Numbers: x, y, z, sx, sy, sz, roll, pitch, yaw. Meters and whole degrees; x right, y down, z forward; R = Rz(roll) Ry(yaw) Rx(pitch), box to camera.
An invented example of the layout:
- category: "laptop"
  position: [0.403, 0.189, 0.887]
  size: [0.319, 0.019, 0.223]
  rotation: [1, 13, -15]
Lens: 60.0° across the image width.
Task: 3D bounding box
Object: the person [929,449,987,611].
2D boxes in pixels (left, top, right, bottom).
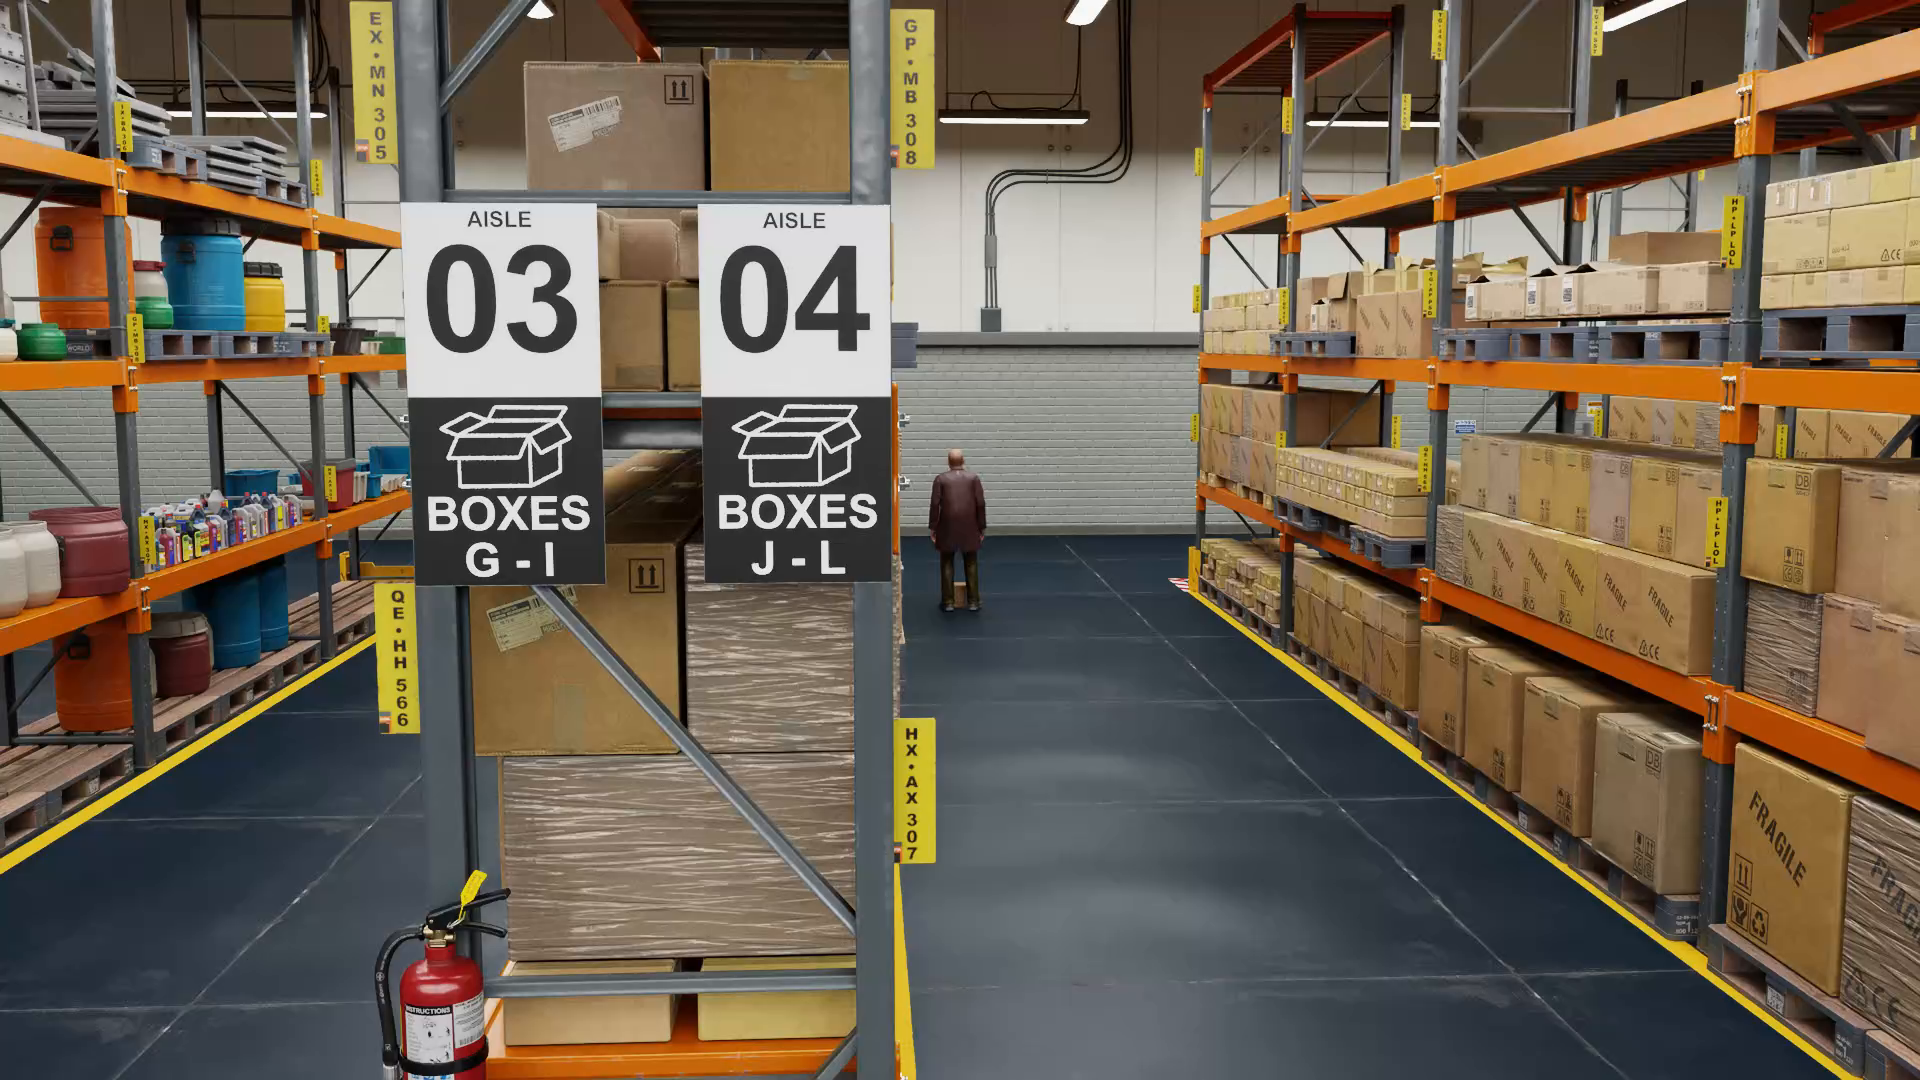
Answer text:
- category: "person"
  position: [-0.024, -0.115, 18.275]
  size: [0.644, 1.774, 0.428]
  rotation: [0, 7, -3]
